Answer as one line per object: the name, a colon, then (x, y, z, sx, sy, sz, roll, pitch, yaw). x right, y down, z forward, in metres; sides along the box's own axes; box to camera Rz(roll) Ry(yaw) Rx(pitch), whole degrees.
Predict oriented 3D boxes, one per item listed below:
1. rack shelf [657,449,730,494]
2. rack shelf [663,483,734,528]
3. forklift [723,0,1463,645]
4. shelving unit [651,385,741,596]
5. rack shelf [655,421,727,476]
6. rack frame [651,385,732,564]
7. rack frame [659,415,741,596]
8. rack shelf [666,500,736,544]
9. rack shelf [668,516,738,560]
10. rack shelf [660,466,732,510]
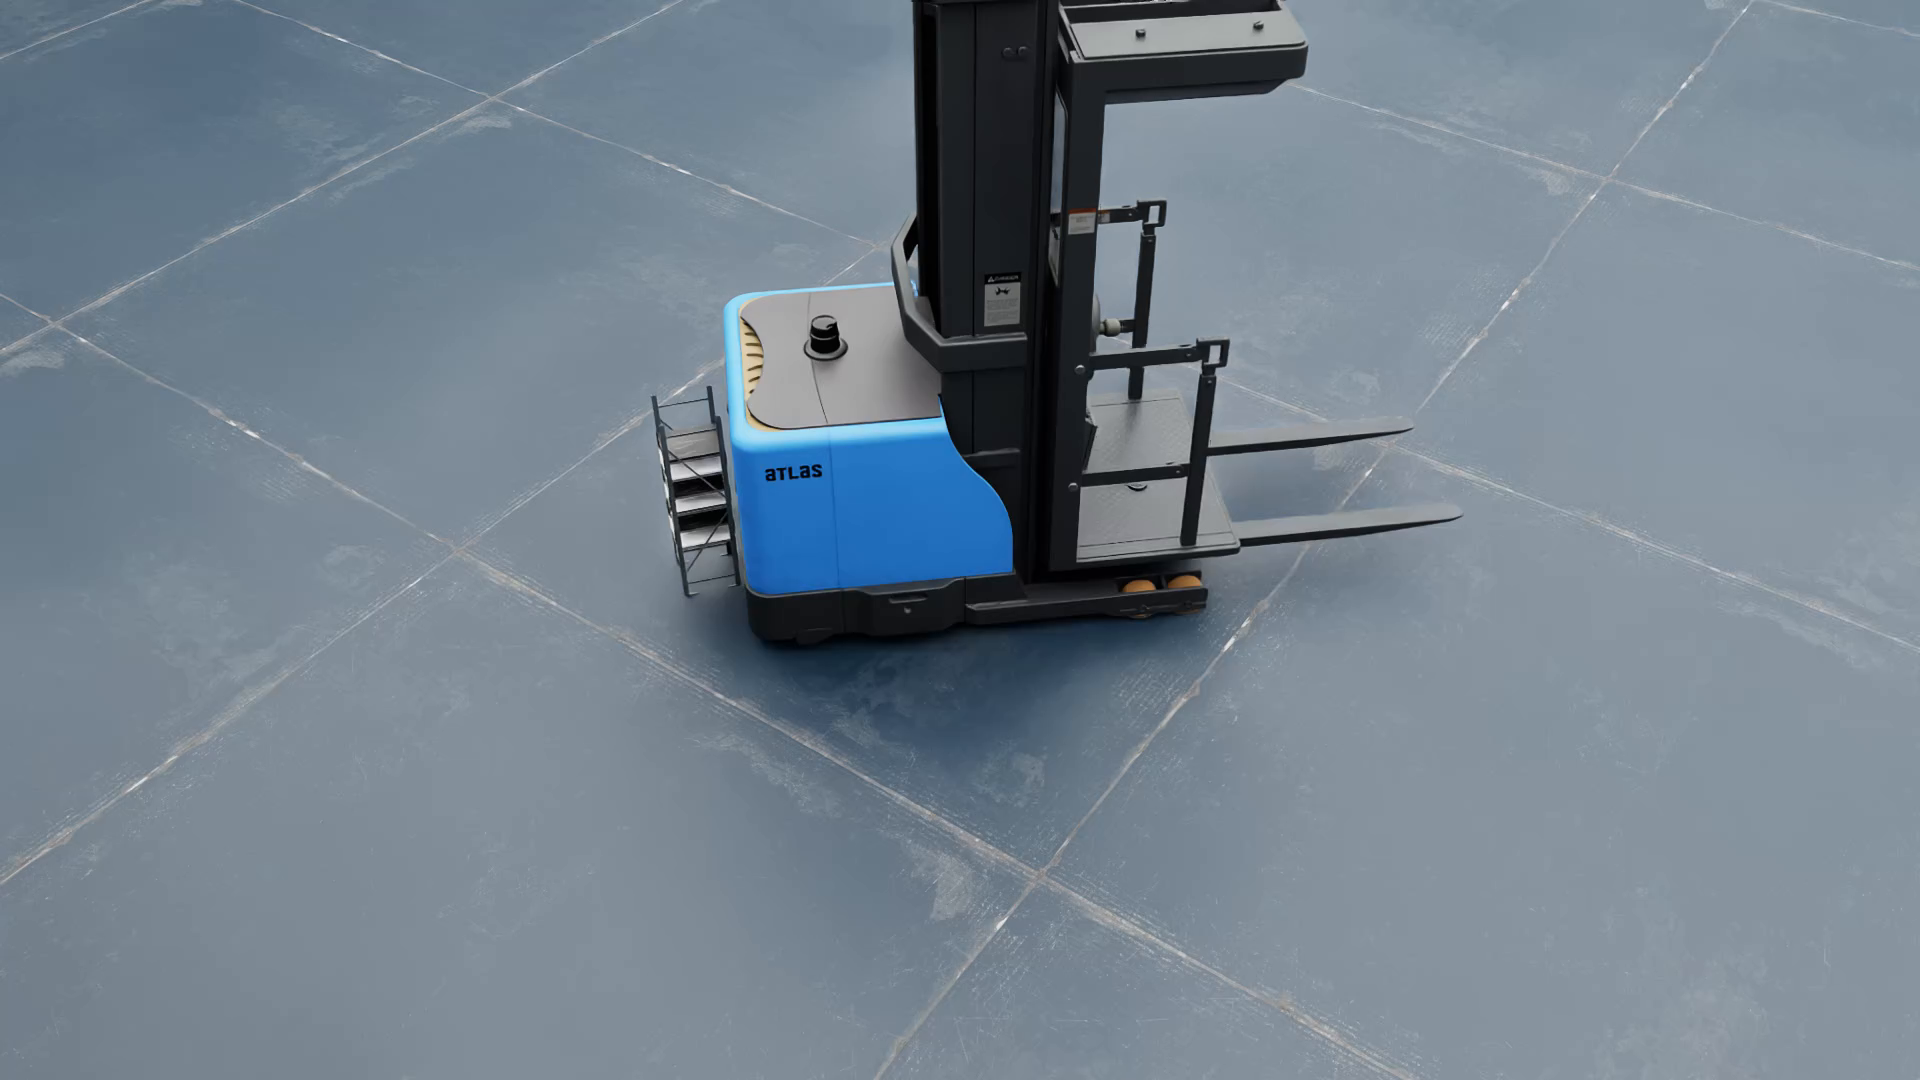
rack shelf: (-1.071, -0.299, 6.689, 0.258, 0.077, 0.200, -11, 43, -12)
rack shelf: (-1.071, -0.165, 6.809, 0.258, 0.077, 0.200, -11, 43, -12)
forklift: (0.586, -1.112, 6.294, 3.031, 2.935, 1.130, -5, 42, -6)
shelving unit: (-1.071, -0.190, 6.787, 0.258, 0.900, 0.210, -11, 43, -12)
rack shelf: (-1.071, -0.366, 6.629, 0.258, 0.077, 0.200, -11, 43, -12)
rack frame: (-1.099, -0.255, 6.860, 0.240, 0.900, 0.006, -11, 43, -12)
rack frame: (-1.043, -0.124, 6.714, 0.240, 0.900, 0.006, -11, 43, -12)
rack shelf: (-1.071, -0.098, 6.869, 0.258, 0.077, 0.200, -11, 43, -12)
rack shelf: (-1.071, -0.031, 6.929, 0.258, 0.077, 0.200, -11, 43, -12)
rack shelf: (-1.071, -0.232, 6.749, 0.258, 0.077, 0.200, -11, 43, -12)
